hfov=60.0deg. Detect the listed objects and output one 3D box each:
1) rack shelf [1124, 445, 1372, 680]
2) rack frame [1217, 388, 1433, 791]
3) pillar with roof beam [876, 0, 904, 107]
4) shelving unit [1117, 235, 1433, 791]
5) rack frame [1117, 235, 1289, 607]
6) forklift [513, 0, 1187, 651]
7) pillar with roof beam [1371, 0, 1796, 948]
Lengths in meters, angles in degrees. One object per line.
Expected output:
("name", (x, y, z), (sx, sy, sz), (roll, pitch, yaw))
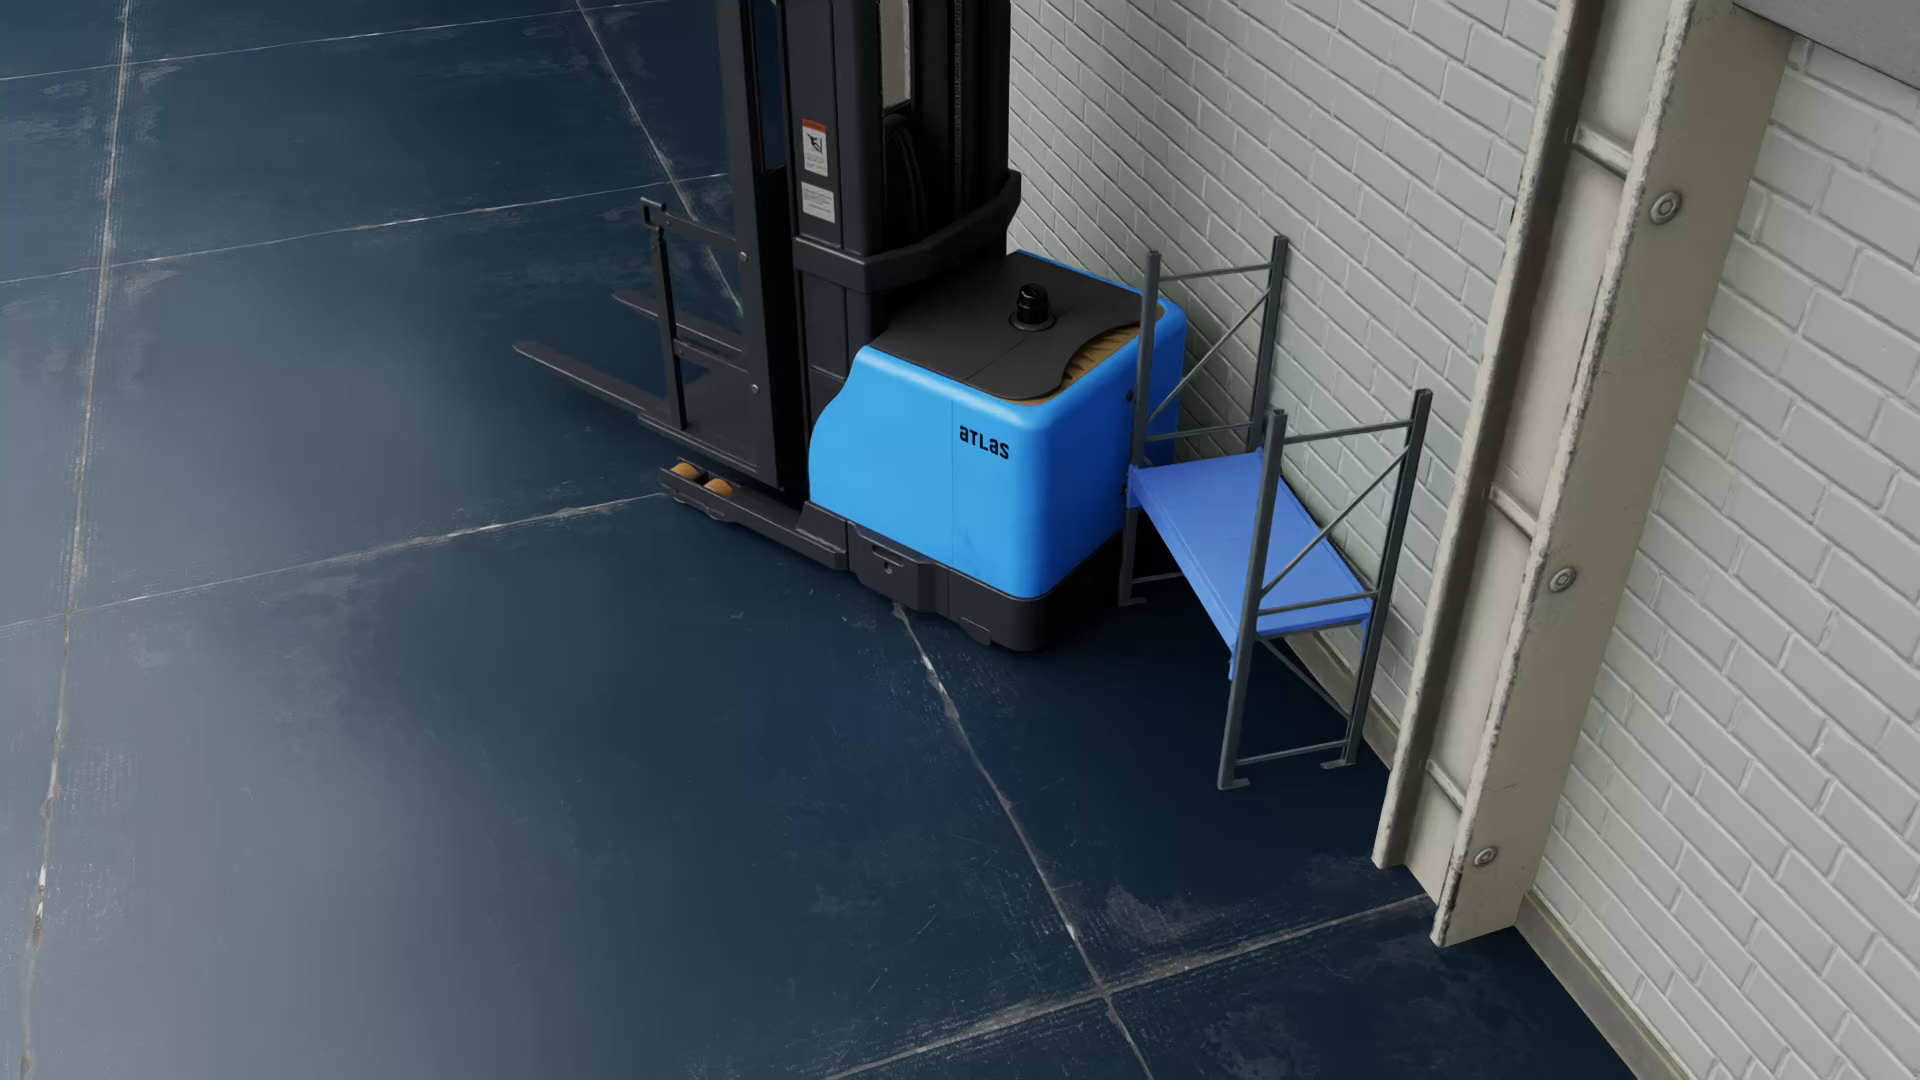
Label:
("rack shelf", (0.988, 0.051, 5.731), (0.538, 0.185, 1.000), (-9, 38, -12))
("rack frame", (1.122, 0.202, 5.231), (0.500, 1.500, 0.032), (-9, 38, -12))
("pillar with roof beam", (-4.565, -4.986, 5.890), (9.100, 9.000, 0.400), (-12, 39, -16))
("shelving unit", (0.990, -0.093, 5.623), (0.538, 1.500, 1.048), (-9, 38, -12))
("rack frame", (0.858, -0.388, 6.015), (0.500, 1.500, 0.032), (-9, 38, -12))
("forklift", (-0.628, -1.482, 6.281), (3.031, 2.935, 1.130), (25, 43, 29))
("pillar with roof beam", (-2.500, -1.596, 1.390), (9.100, 9.000, 0.400), (-12, 39, -16))
